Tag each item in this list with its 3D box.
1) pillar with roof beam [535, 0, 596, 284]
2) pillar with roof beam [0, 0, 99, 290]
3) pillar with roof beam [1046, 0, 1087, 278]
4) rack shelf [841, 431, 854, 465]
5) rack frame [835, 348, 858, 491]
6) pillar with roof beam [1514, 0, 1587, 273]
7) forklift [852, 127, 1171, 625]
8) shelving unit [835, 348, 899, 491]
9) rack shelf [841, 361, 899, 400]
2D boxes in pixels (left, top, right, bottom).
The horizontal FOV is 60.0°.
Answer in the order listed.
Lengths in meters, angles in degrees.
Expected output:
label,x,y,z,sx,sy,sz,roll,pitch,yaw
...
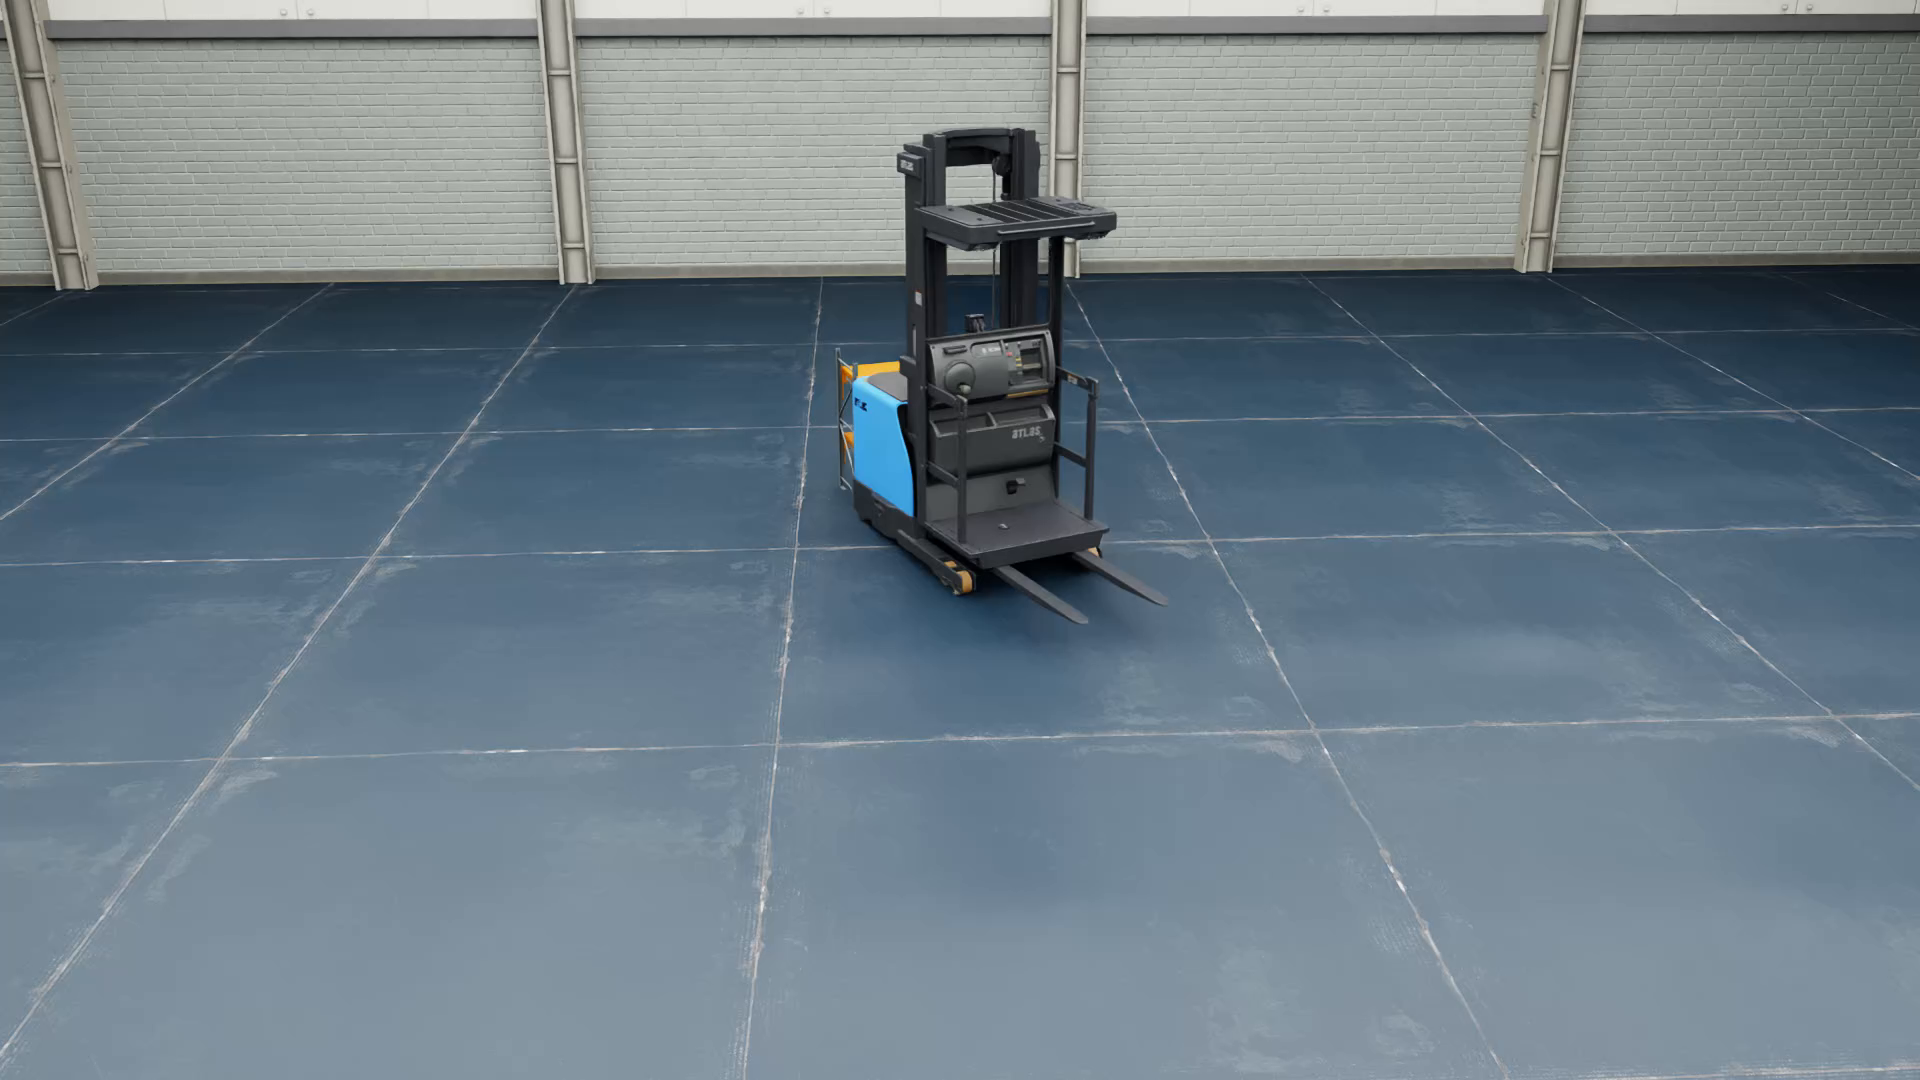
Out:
label,x,y,z,sx,sy,sz,roll,pitch,yaw
pillar with roof beam,-4.461,-5.863,14.874,0.400,9.000,9.100,-1,21,-3
pillar with roof beam,-10.451,-5.741,14.554,0.400,9.000,9.100,-1,21,-3
pillar with roof beam,1.529,-5.985,15.194,0.400,9.000,9.100,-1,21,-3
rack shelf,-0.387,-0.708,13.087,1.000,0.278,0.538,-8,22,-19
rack frame,-0.863,-0.874,12.835,0.032,1.125,0.500,-8,22,-19
pillar with roof beam,7.519,-6.107,15.514,0.400,9.000,9.100,-1,21,-3
forklift,0.325,-1.181,11.104,1.130,2.935,3.031,-11,23,-26
shelving unit,-0.387,-0.937,13.000,1.048,1.125,0.538,-8,22,-19
rack shelf,-0.387,-1.210,12.896,1.000,0.278,0.538,-8,22,-19
